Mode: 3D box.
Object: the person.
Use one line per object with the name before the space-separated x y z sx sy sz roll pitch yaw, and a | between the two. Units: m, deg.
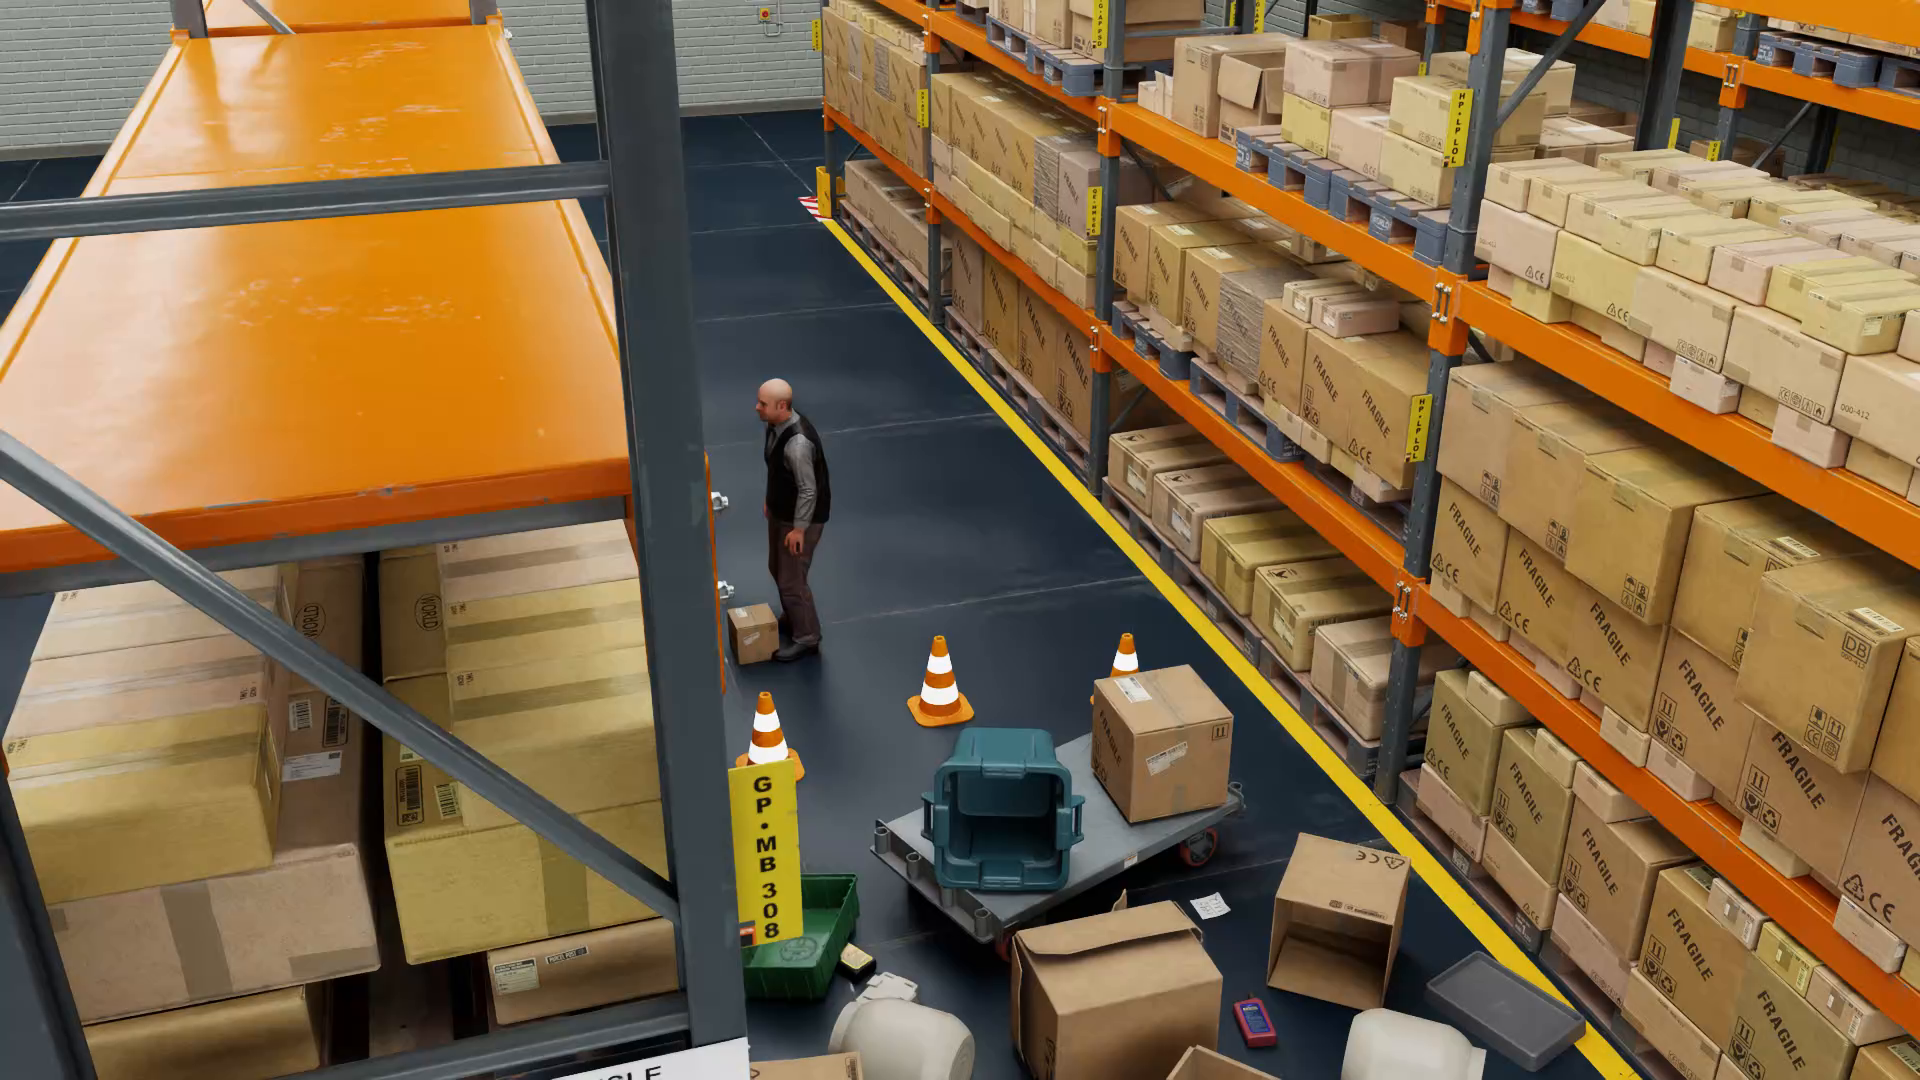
person | -0.968 -0.139 9.673 0.419 1.722 0.594 -10 28 -19
